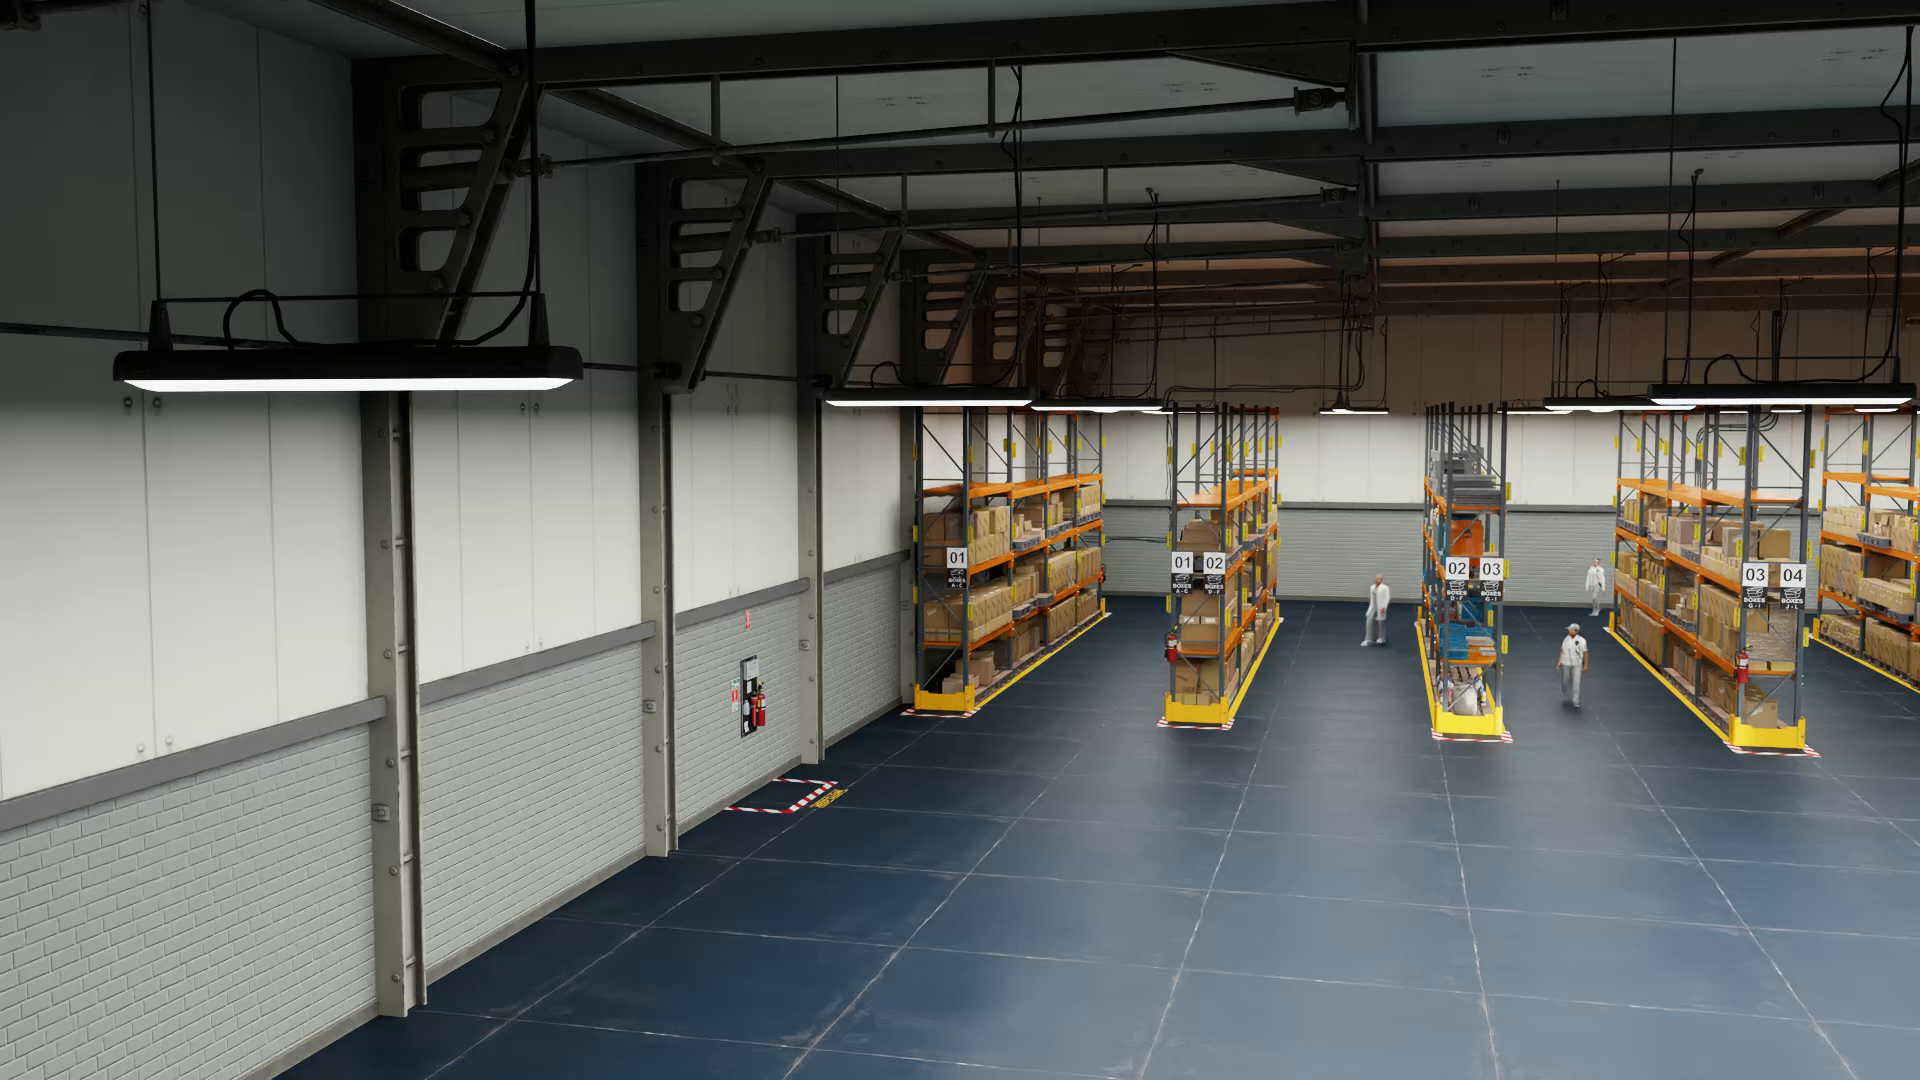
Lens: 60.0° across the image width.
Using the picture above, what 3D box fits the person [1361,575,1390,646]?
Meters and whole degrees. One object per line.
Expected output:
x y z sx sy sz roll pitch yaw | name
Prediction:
10.482 1.754 41.726 0.610 1.766 0.911 3 5 36 | person

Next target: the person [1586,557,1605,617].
18.214 1.348 47.765 0.449 1.710 0.506 -2 5 -29 | person

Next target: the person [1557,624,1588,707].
12.162 2.468 33.054 0.565 1.620 0.956 1 4 16 | person
